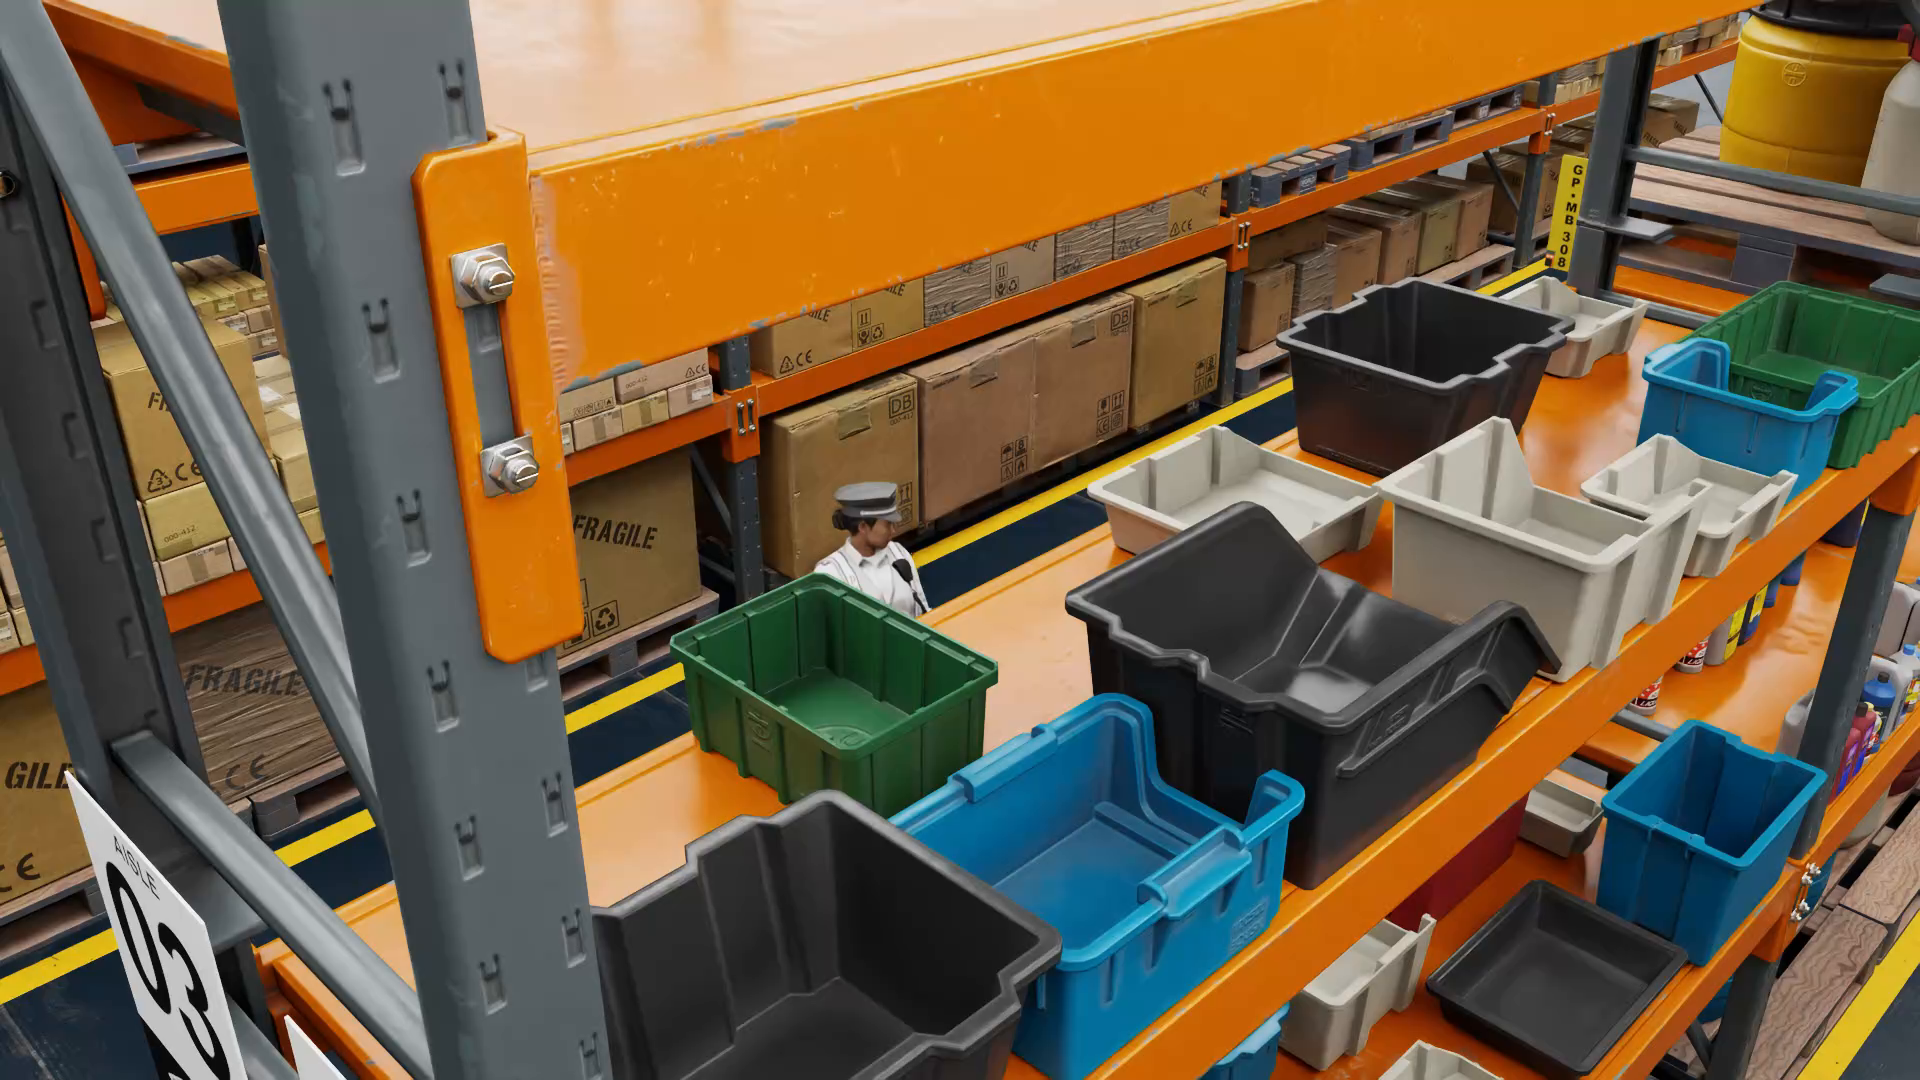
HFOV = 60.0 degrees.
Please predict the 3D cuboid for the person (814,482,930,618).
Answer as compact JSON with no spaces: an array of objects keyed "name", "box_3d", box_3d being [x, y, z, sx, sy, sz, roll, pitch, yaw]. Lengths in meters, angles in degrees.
[{"name":"person","box_3d":[-0.249,0.619,6.521,0.515,1.652,0.755,-17,32,-29]}]
